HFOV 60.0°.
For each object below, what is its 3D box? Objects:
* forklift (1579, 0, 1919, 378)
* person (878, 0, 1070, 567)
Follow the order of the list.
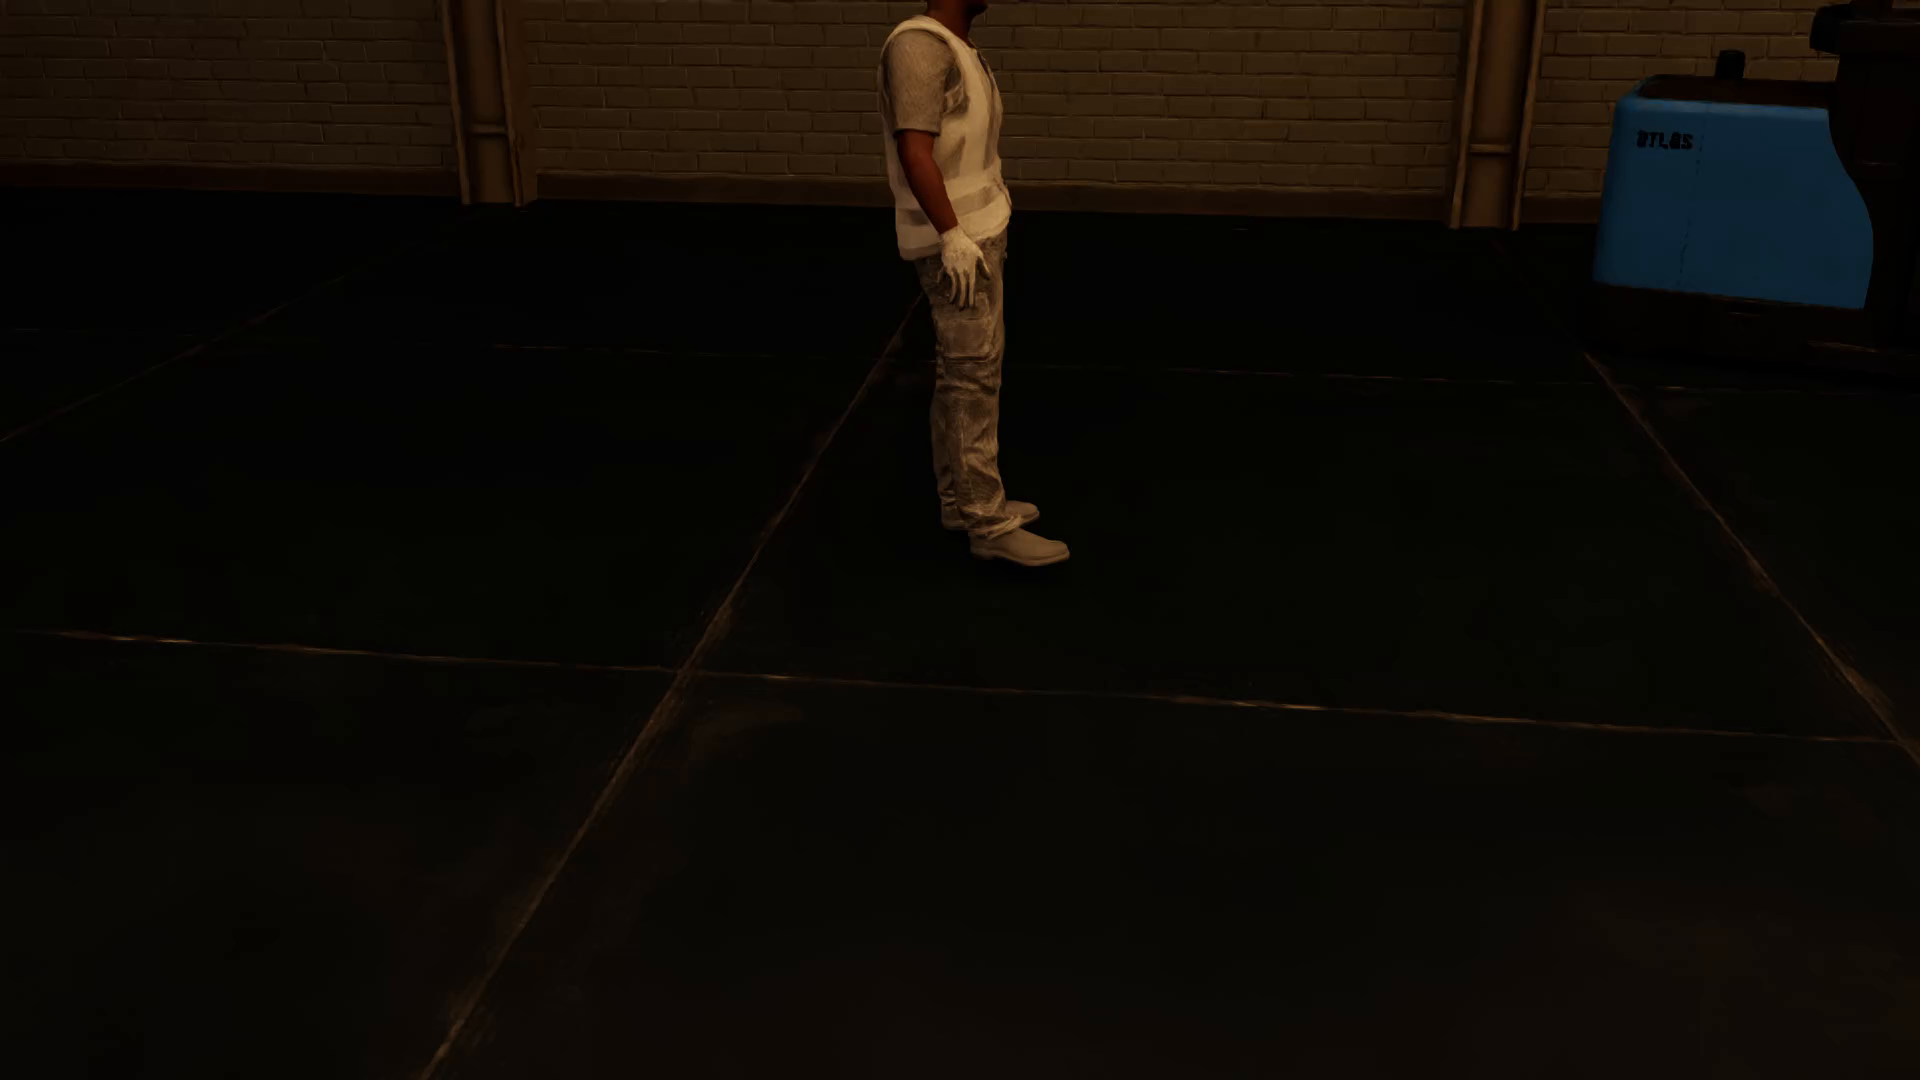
[{"bbox_3d":[4.235,-2.080,6.419,3.031,2.935,1.130,11,24,25],"label":"forklift"},{"bbox_3d":[0.070,-0.864,4.811,0.576,1.782,0.655,3,22,7],"label":"person"}]
